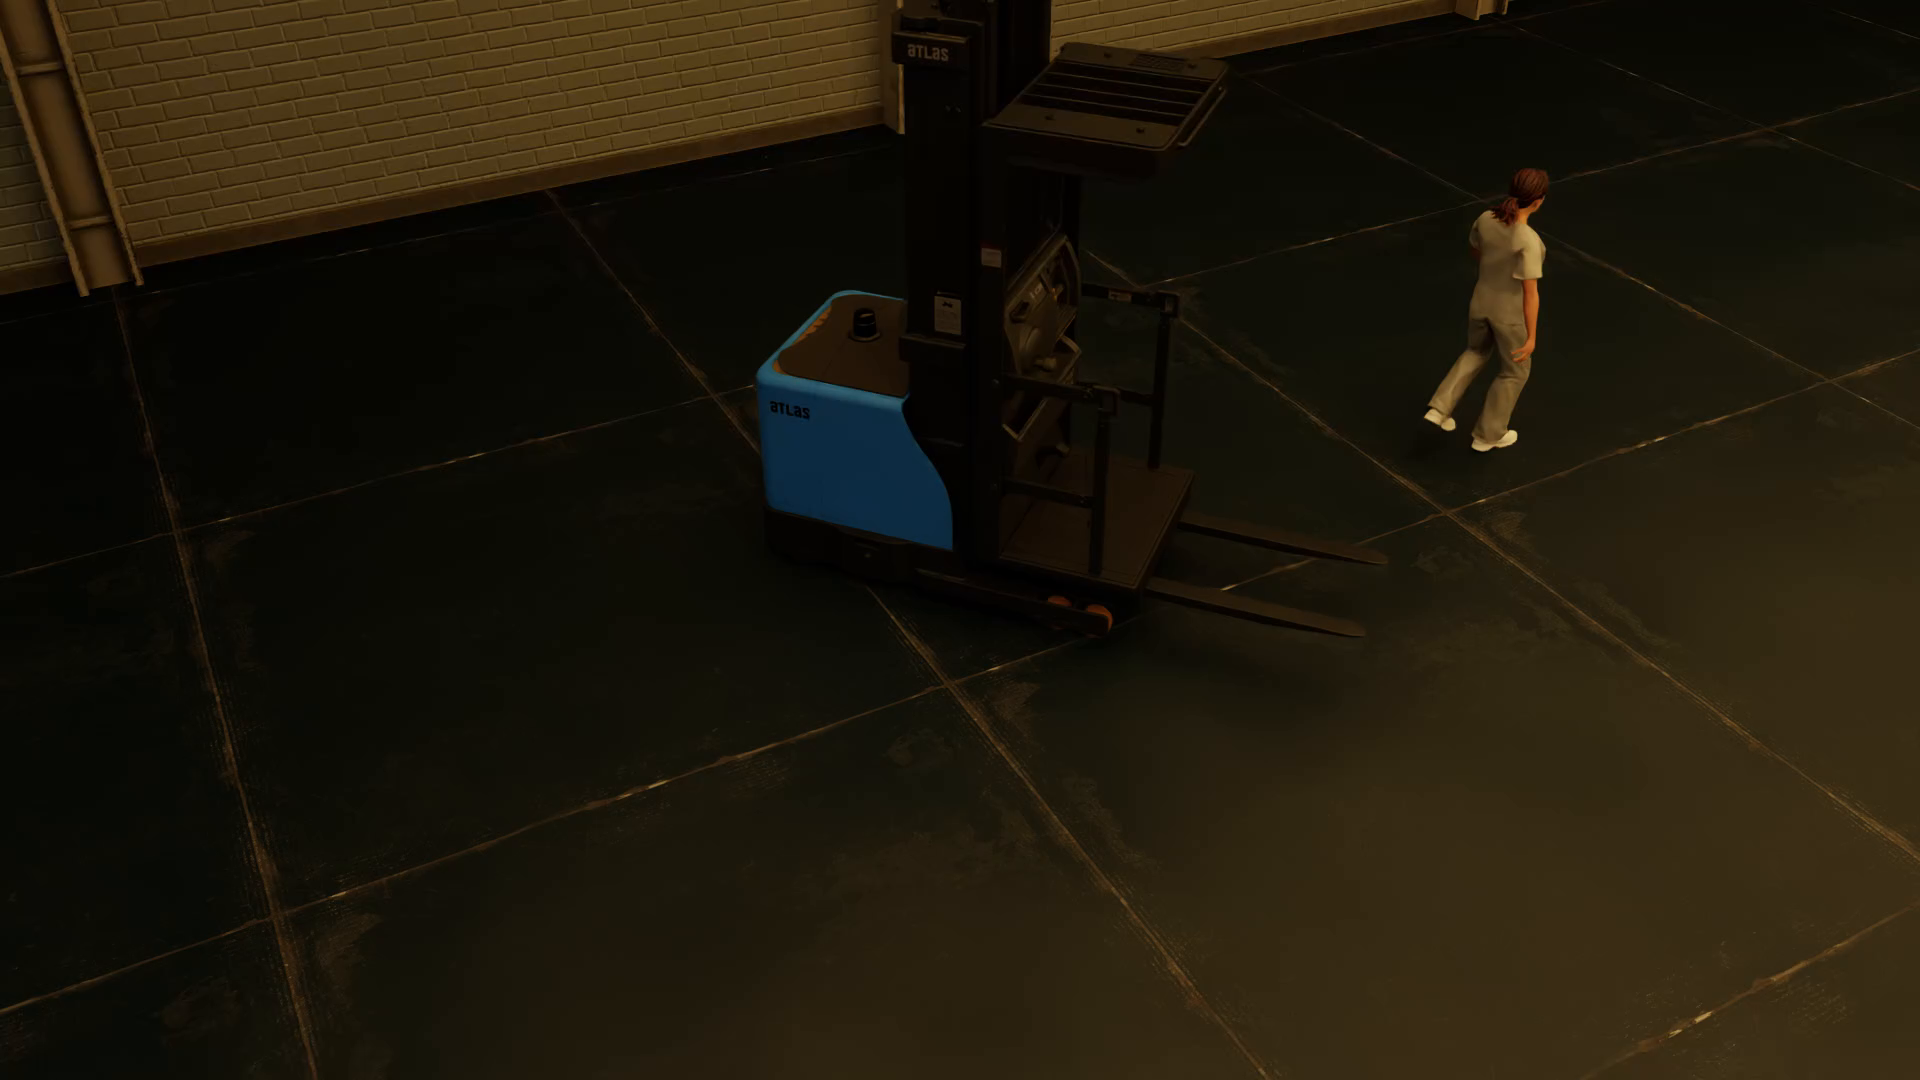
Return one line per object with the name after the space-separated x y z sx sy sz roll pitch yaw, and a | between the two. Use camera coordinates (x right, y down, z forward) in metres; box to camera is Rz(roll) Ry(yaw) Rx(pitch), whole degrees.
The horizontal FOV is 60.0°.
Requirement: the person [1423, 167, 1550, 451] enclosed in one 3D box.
2.888 -1.210 8.942 0.568 1.659 0.684 -20 40 -26 | person

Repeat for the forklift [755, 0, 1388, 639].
0.570 -1.070 7.637 3.031 2.935 1.130 13 37 17 | forklift
